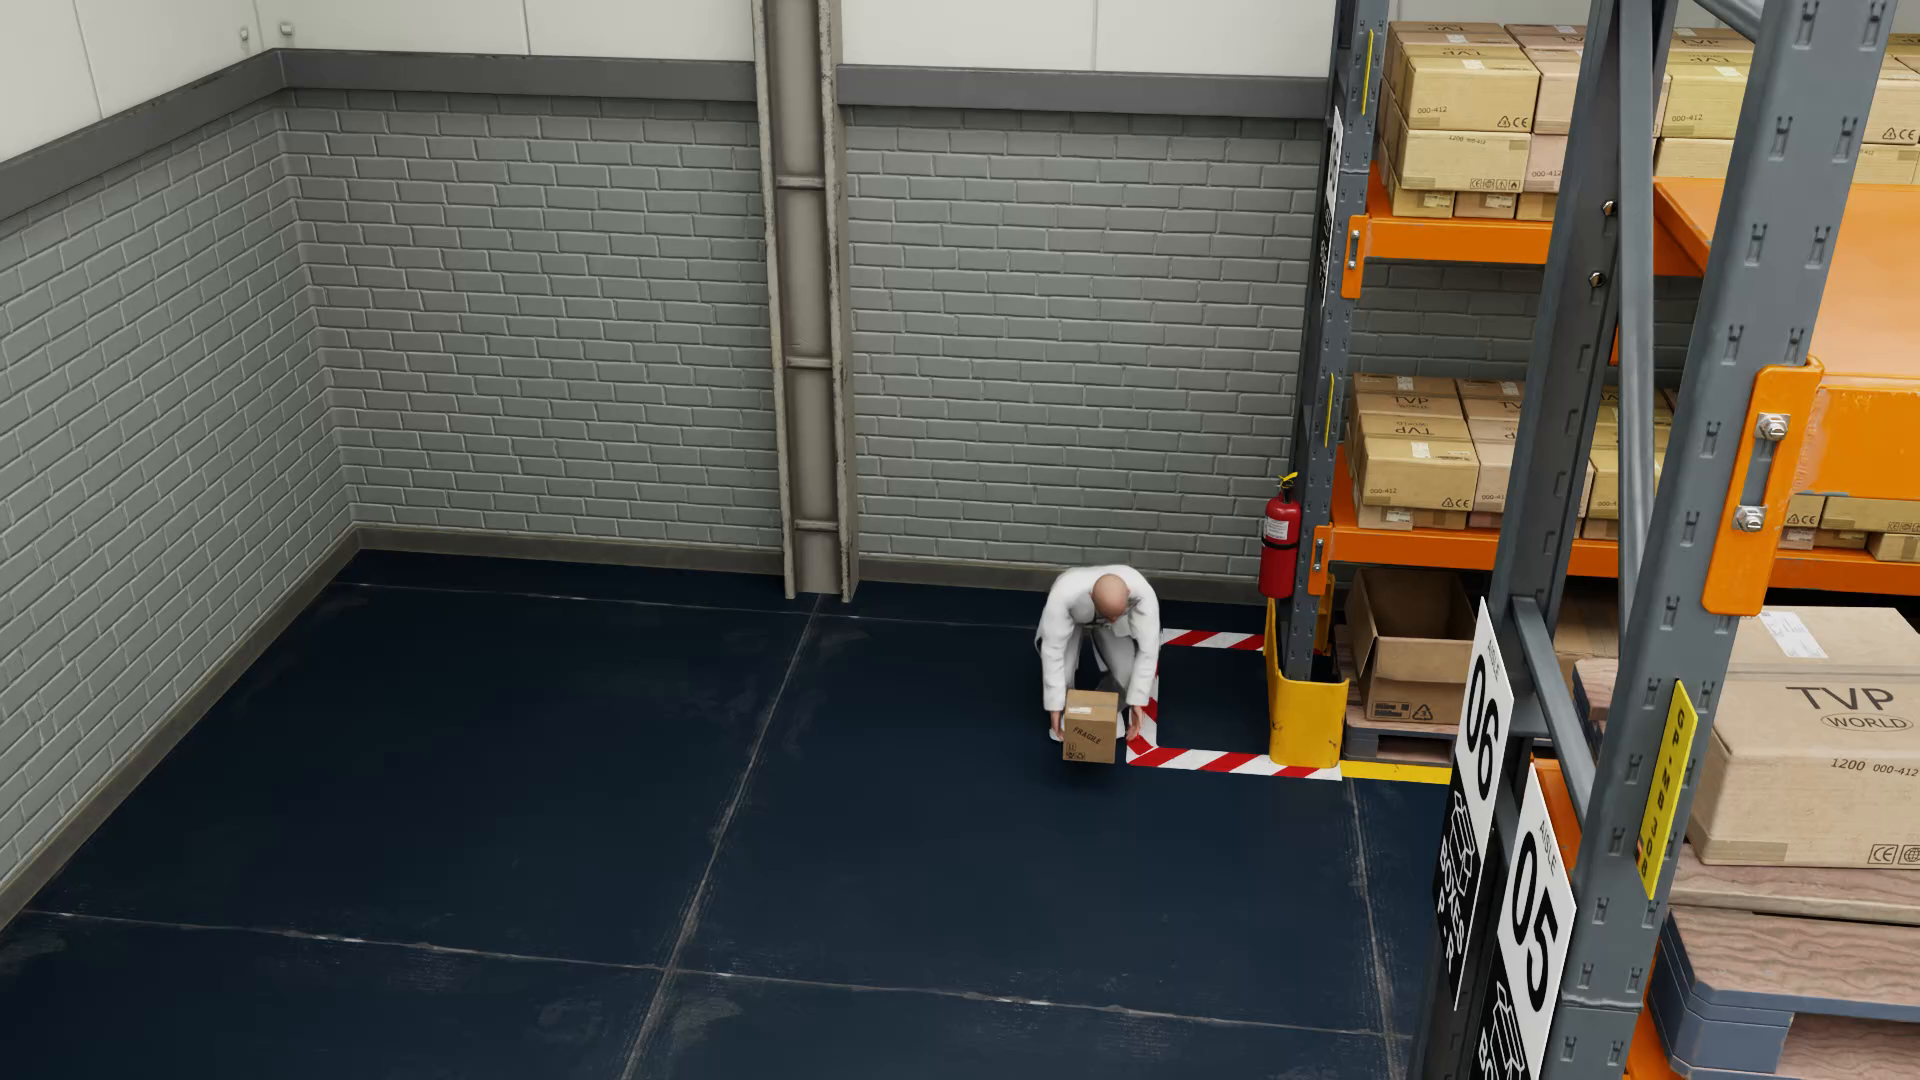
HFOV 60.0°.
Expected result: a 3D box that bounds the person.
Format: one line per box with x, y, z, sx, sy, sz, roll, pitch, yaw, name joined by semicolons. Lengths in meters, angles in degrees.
0.681;0.518;8.387;0.611;1.101;0.871;0;28;1;person
